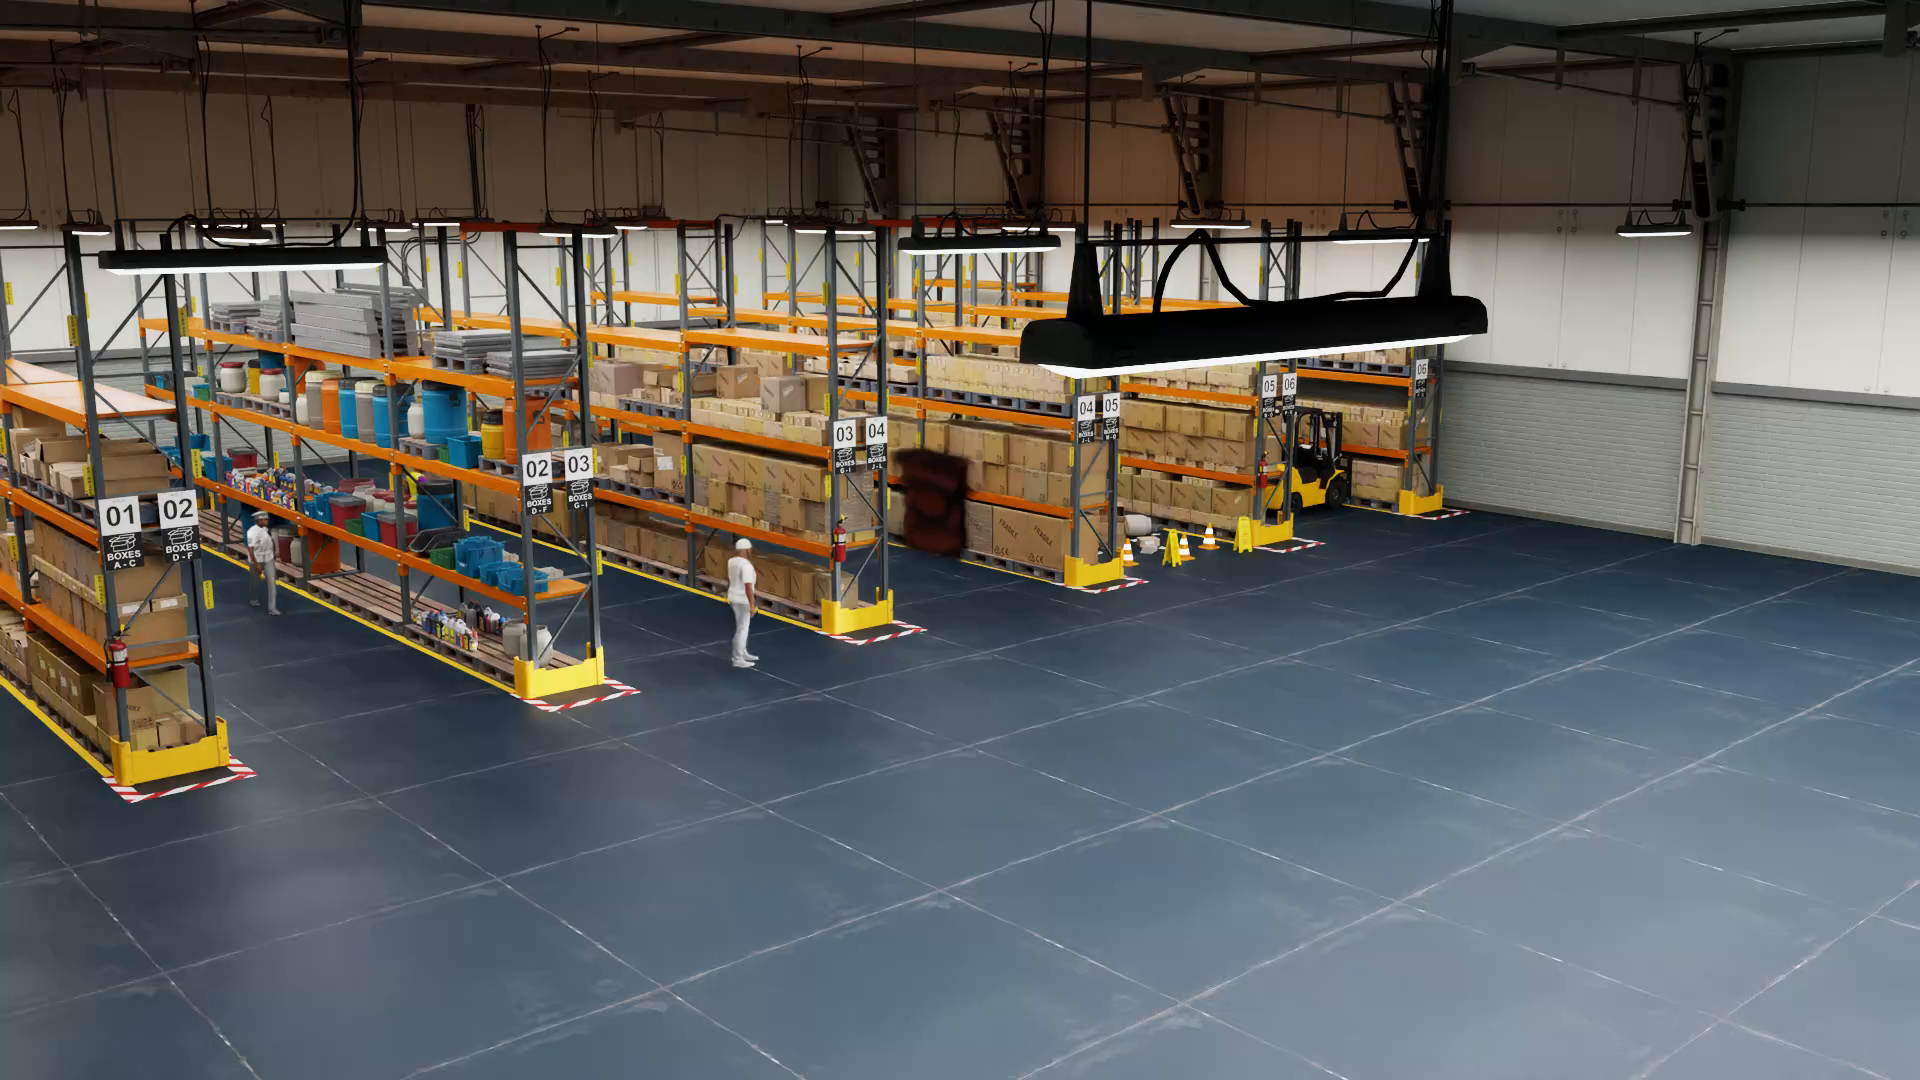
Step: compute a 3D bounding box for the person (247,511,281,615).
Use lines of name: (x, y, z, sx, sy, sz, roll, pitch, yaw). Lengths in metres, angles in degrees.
person: (-10.953, 0.337, 26.083, 0.419, 1.626, 0.928, -8, 14, -34)

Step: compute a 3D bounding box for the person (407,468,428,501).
person: (-9.854, -0.637, 30.499, 0.637, 1.769, 0.424, 10, 15, 41)

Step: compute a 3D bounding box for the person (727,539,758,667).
person: (-3.029, 0.860, 23.133, 0.434, 1.770, 0.646, -4, 12, -21)
